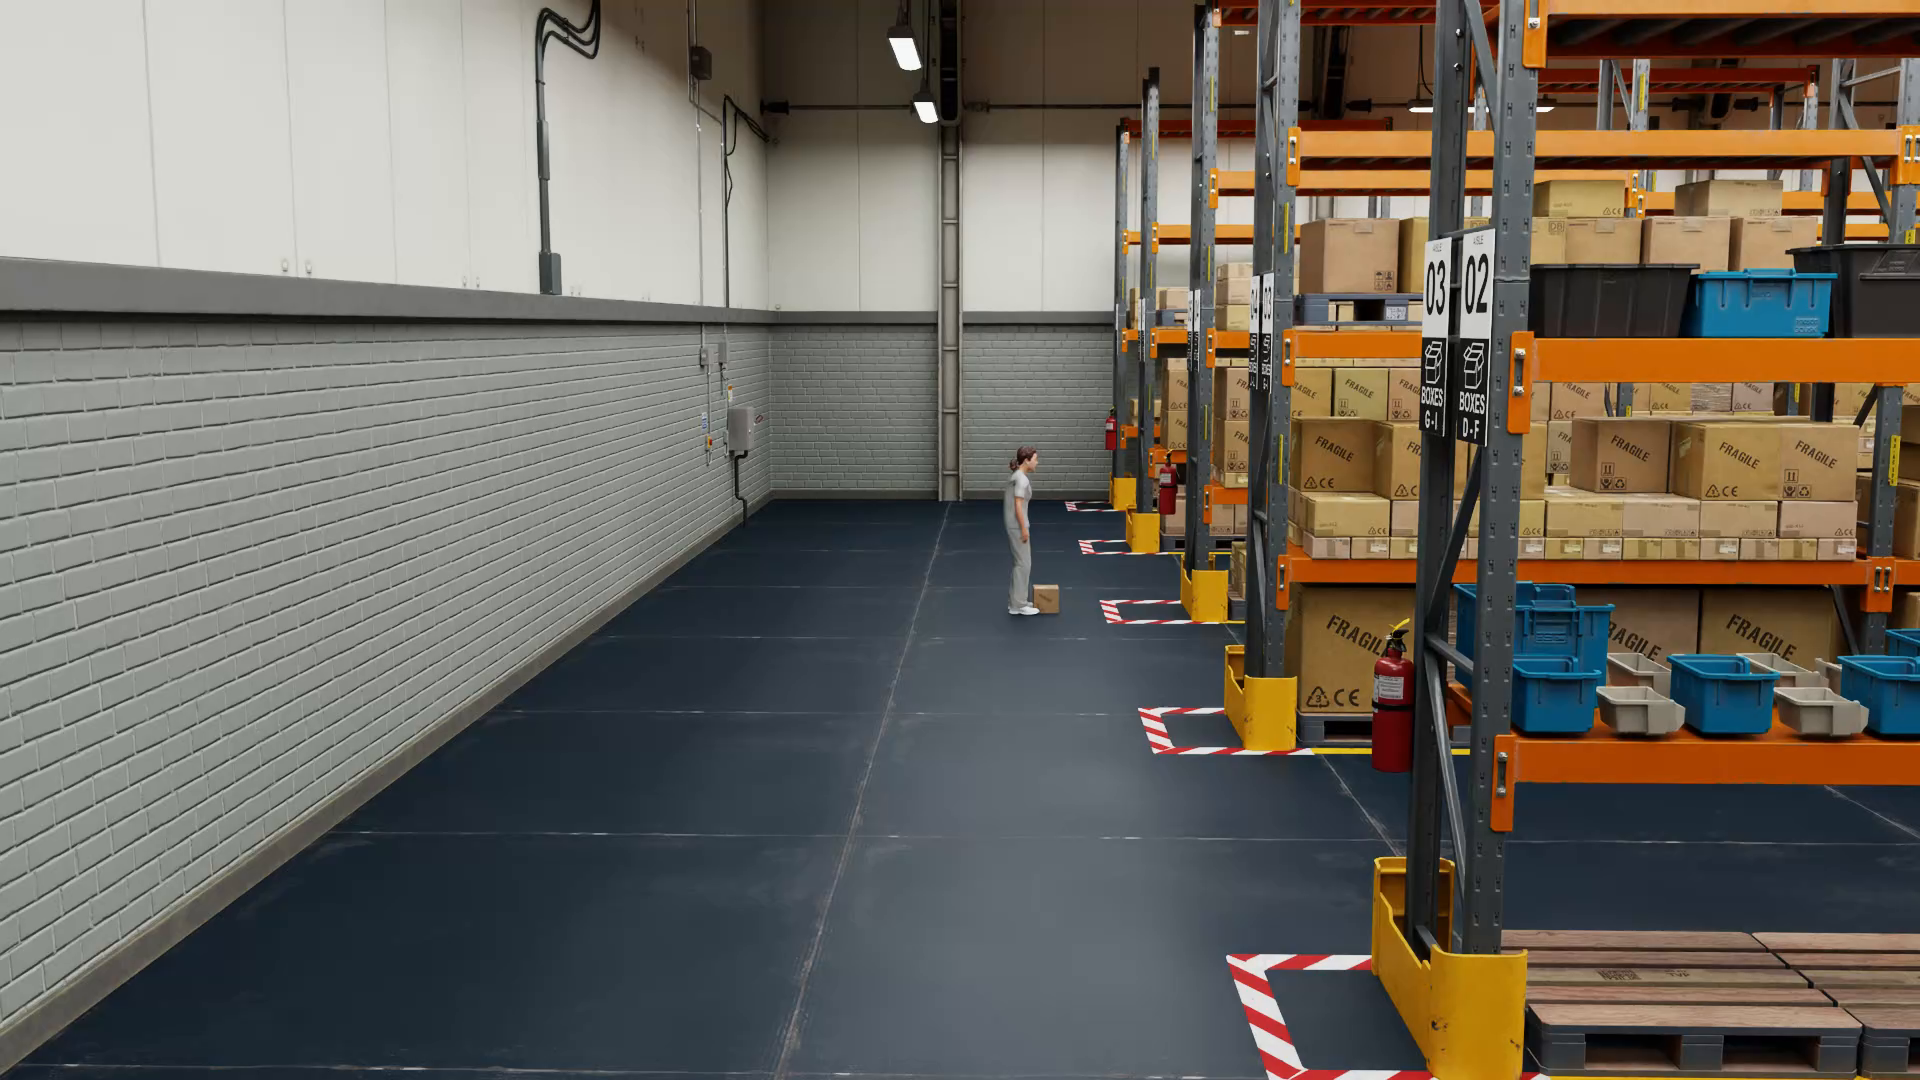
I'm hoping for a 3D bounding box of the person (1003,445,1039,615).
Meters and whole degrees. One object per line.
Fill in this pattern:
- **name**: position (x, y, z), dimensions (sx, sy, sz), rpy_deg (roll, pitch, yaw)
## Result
- **person**: position (0.612, -0.109, 16.640), dimensions (0.360, 1.671, 0.500), rpy_deg (0, 7, -2)
